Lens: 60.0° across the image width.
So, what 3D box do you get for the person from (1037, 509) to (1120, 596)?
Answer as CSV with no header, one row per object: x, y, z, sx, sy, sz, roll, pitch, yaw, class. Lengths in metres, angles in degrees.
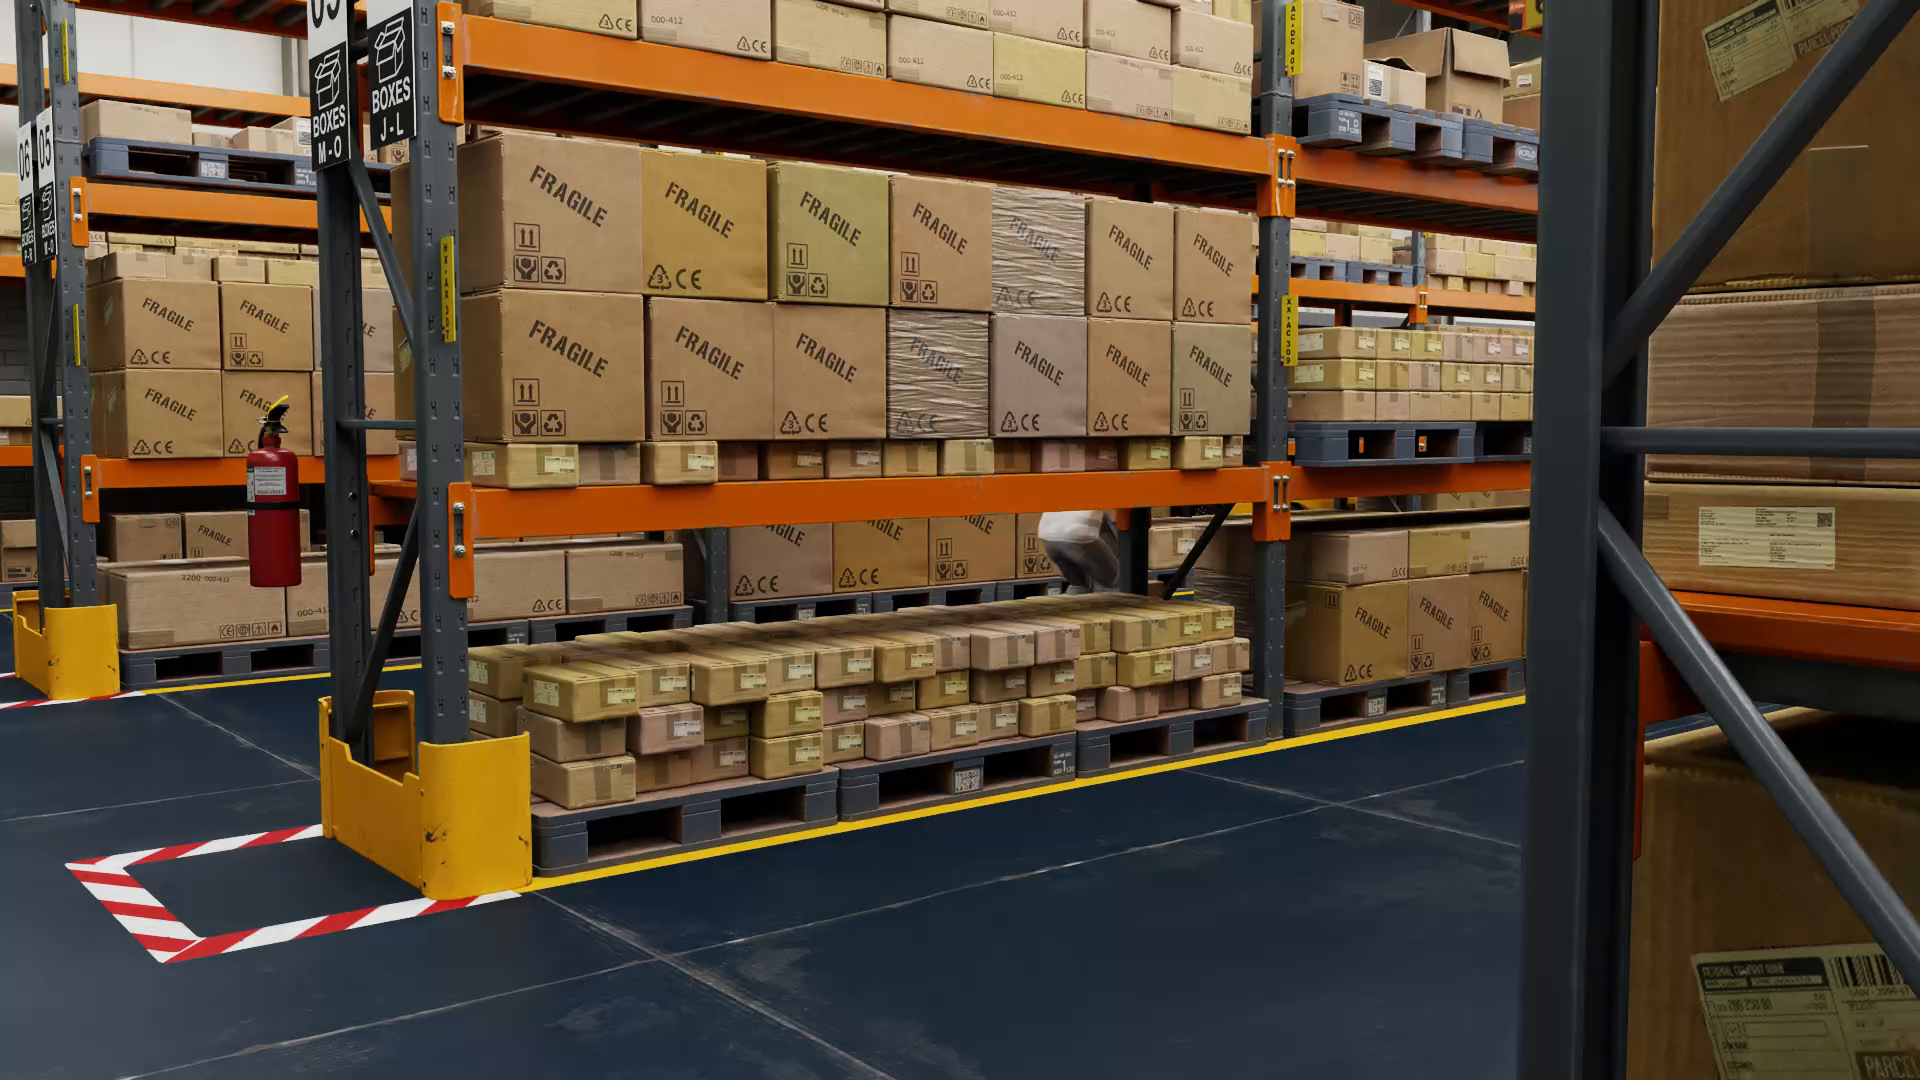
0.823,-0.002,10.731,0.703,1.490,0.629,-3,5,-38,person
